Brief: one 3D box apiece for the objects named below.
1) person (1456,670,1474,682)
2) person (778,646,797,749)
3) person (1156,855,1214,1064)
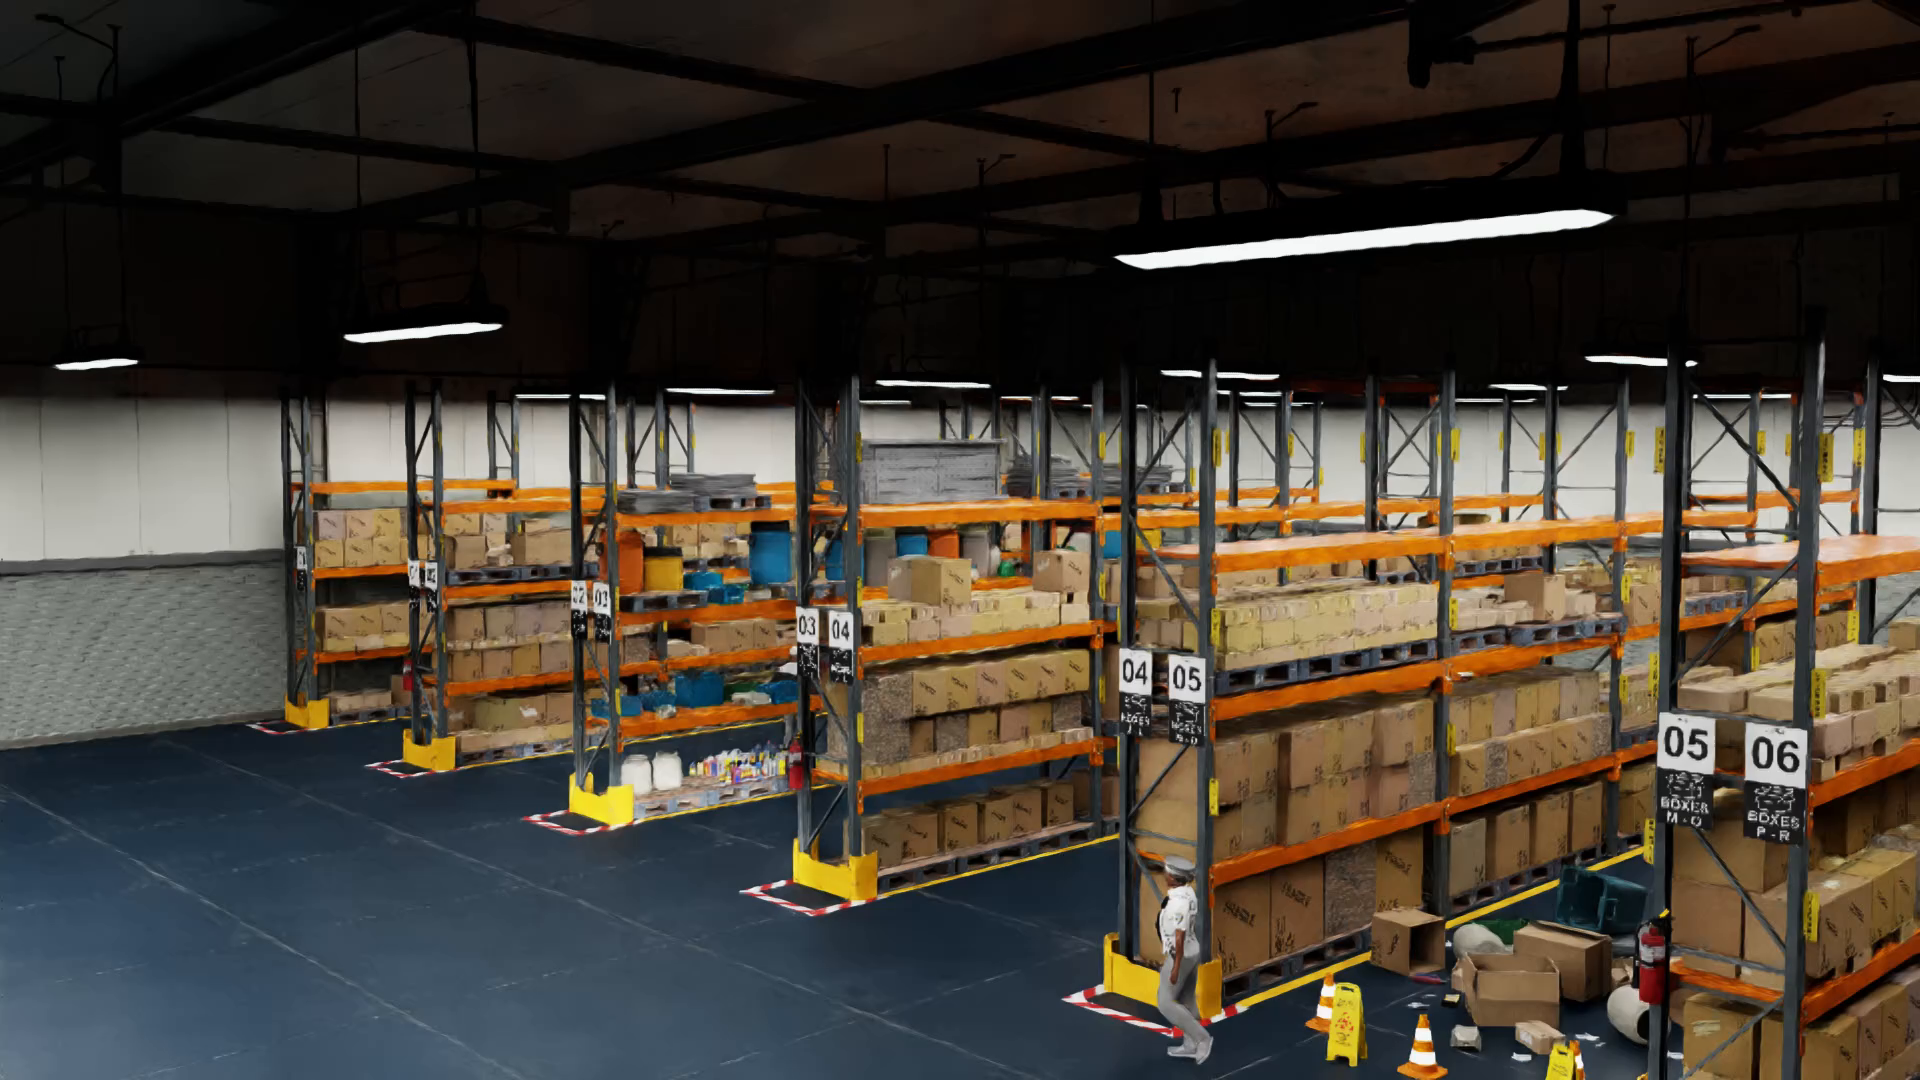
[{"bbox_3d":[7.593,2.714,24.921,1.115,1.698,0.542,-3,5,-41],"label":"person"},{"bbox_3d":[-2.656,2.564,26.662,0.625,1.765,0.497,-1,4,-13],"label":"person"},{"bbox_3d":[1.858,3.446,13.657,0.480,1.668,0.578,1,4,14],"label":"person"}]
